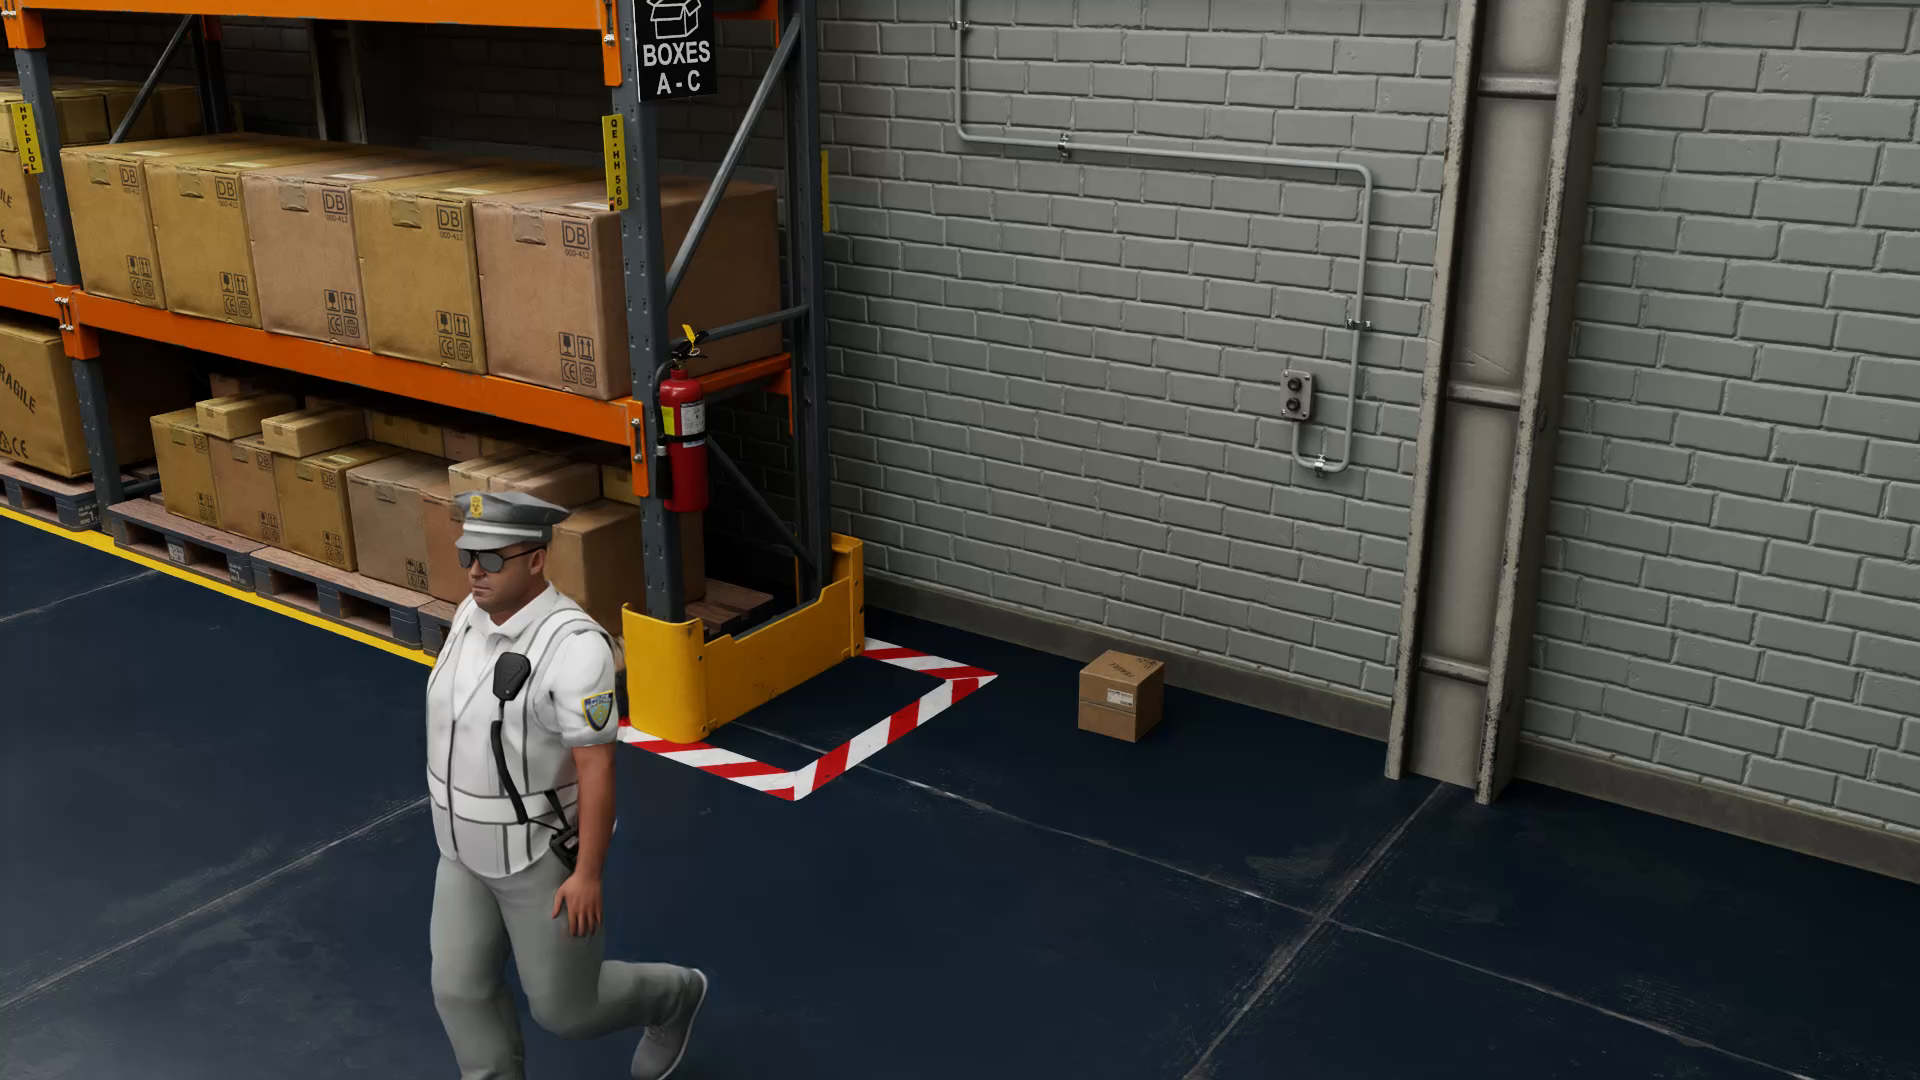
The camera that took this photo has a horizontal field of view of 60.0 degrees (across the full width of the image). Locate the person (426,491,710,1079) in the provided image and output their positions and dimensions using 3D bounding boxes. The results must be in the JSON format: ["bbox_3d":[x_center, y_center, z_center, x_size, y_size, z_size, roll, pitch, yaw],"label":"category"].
[{"bbox_3d":[-1.018,0.699,4.035,0.544,1.742,0.823,14,24,35],"label":"person"}]
